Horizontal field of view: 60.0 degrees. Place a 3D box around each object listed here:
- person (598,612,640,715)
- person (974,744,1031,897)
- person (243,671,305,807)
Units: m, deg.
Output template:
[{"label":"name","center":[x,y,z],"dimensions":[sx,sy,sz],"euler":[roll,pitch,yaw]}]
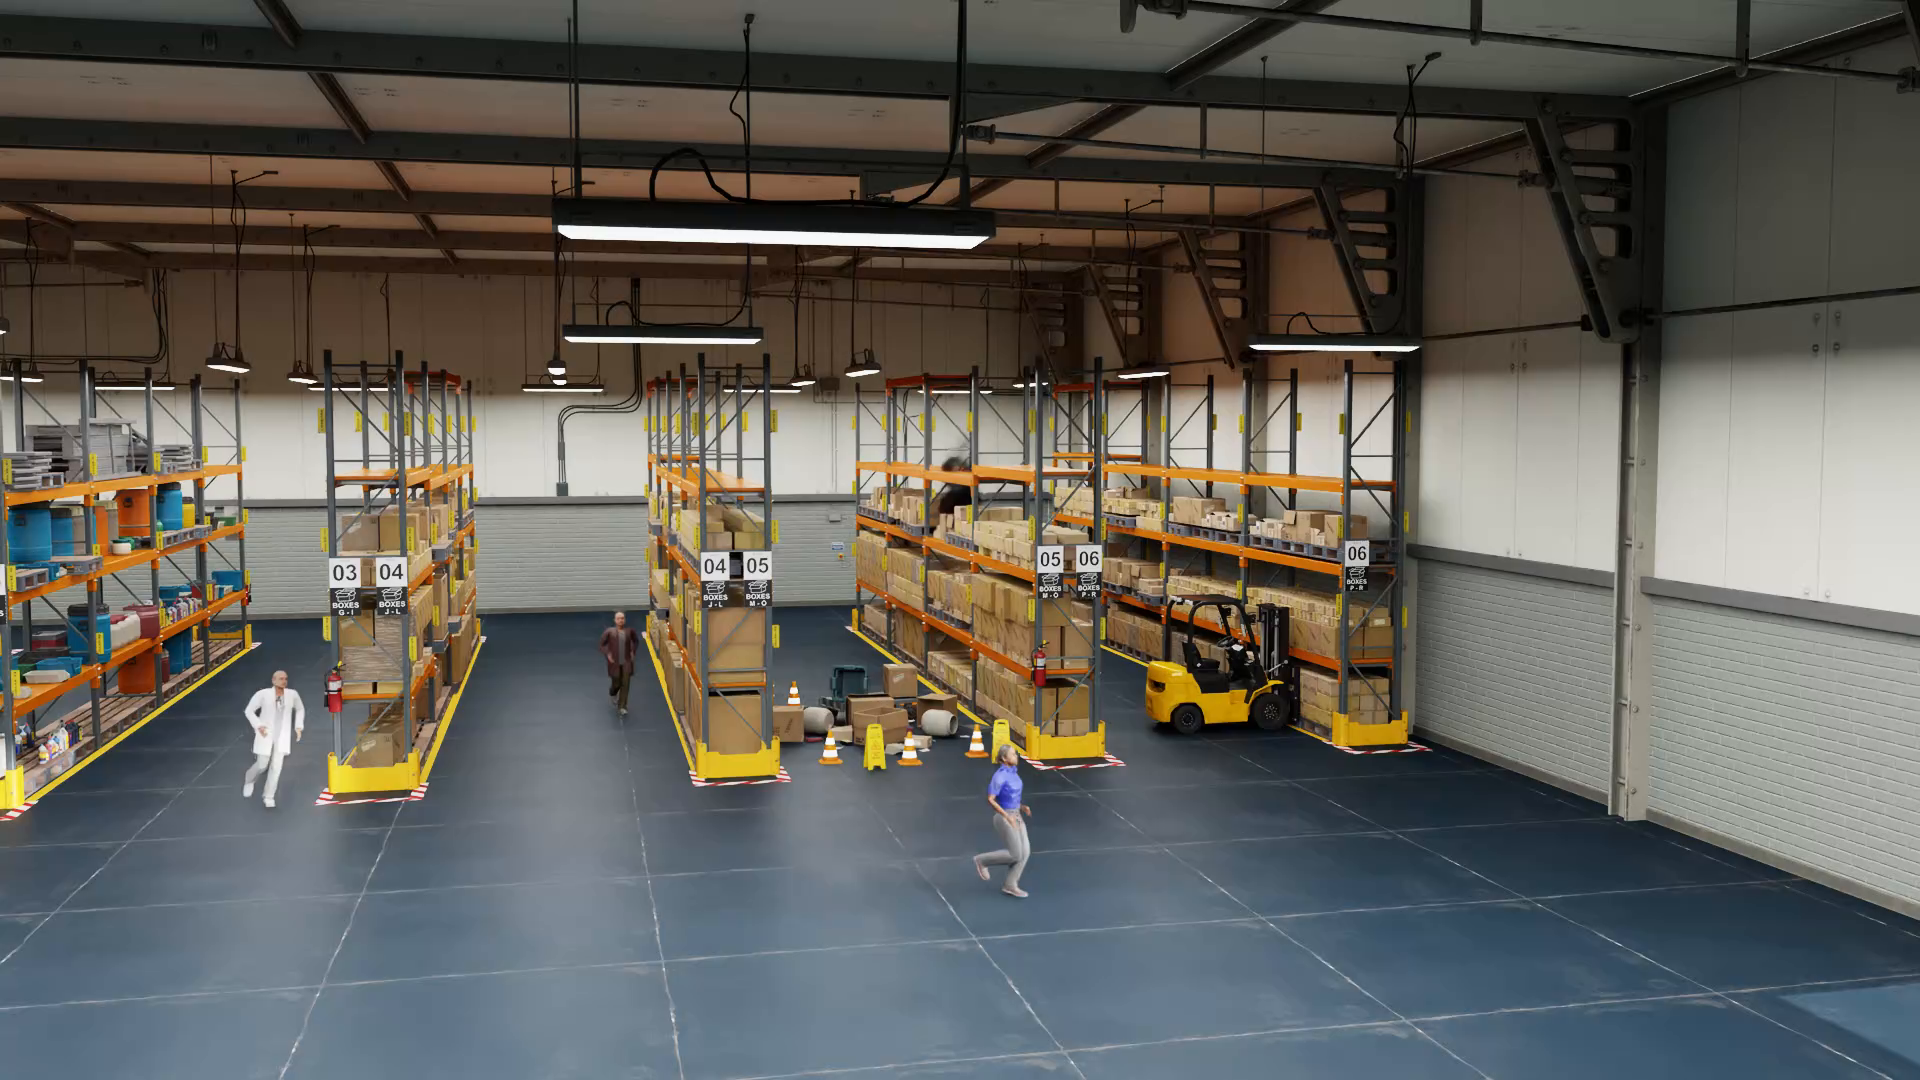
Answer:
[{"label":"person","center":[-5.878,2.123,28.772],"dimensions":[0.726,1.743,0.865],"euler":[-2,4,-23]},{"label":"person","center":[0.459,2.979,17.721],"dimensions":[0.582,1.624,0.585],"euler":[2,4,22]},{"label":"person","center":[-9.070,2.610,22.077],"dimensions":[0.764,1.716,0.832],"euler":[-3,5,-38]}]
